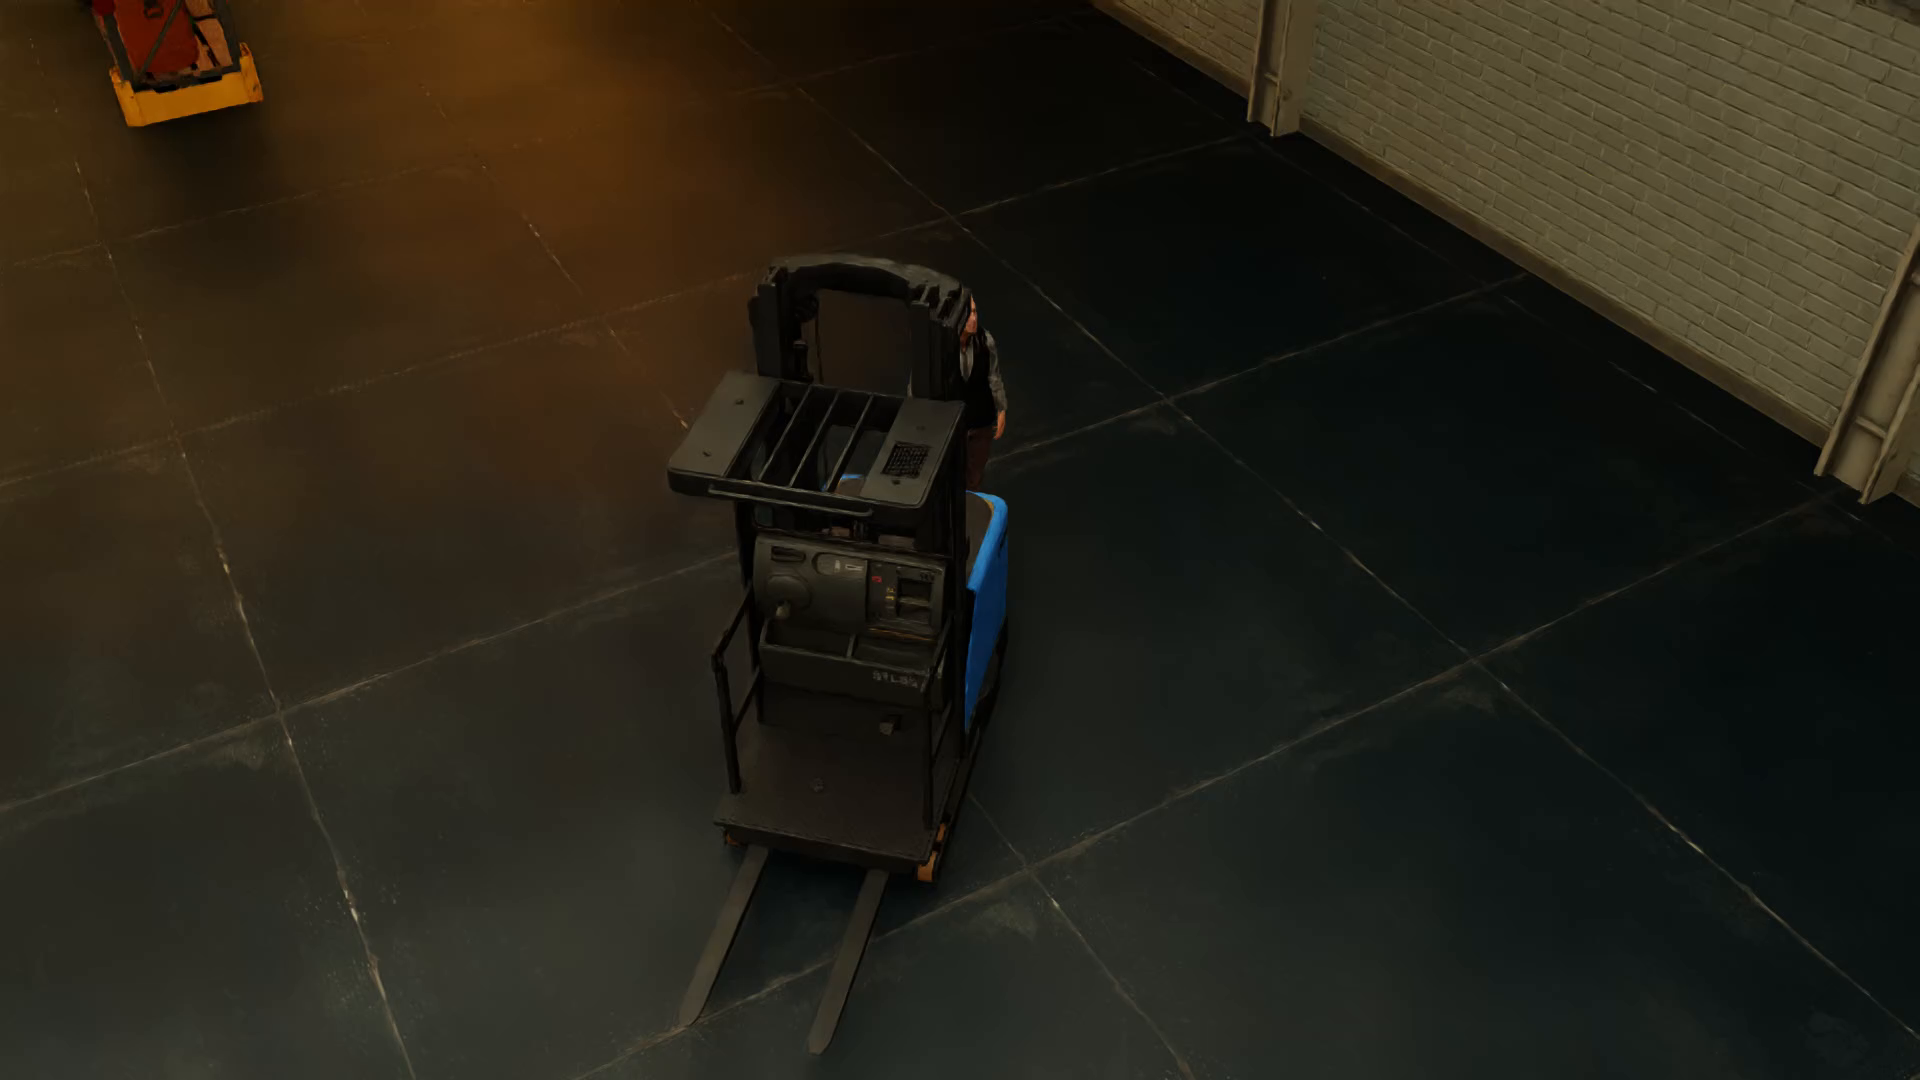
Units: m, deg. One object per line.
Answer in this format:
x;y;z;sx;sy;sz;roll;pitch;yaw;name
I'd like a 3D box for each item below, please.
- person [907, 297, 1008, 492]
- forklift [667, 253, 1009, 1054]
0.024;-0.631;9.733;0.632;1.720;0.567;-20;44;-23;person
-0.572;0.302;7.672;1.130;2.935;3.031;9;40;11;forklift
